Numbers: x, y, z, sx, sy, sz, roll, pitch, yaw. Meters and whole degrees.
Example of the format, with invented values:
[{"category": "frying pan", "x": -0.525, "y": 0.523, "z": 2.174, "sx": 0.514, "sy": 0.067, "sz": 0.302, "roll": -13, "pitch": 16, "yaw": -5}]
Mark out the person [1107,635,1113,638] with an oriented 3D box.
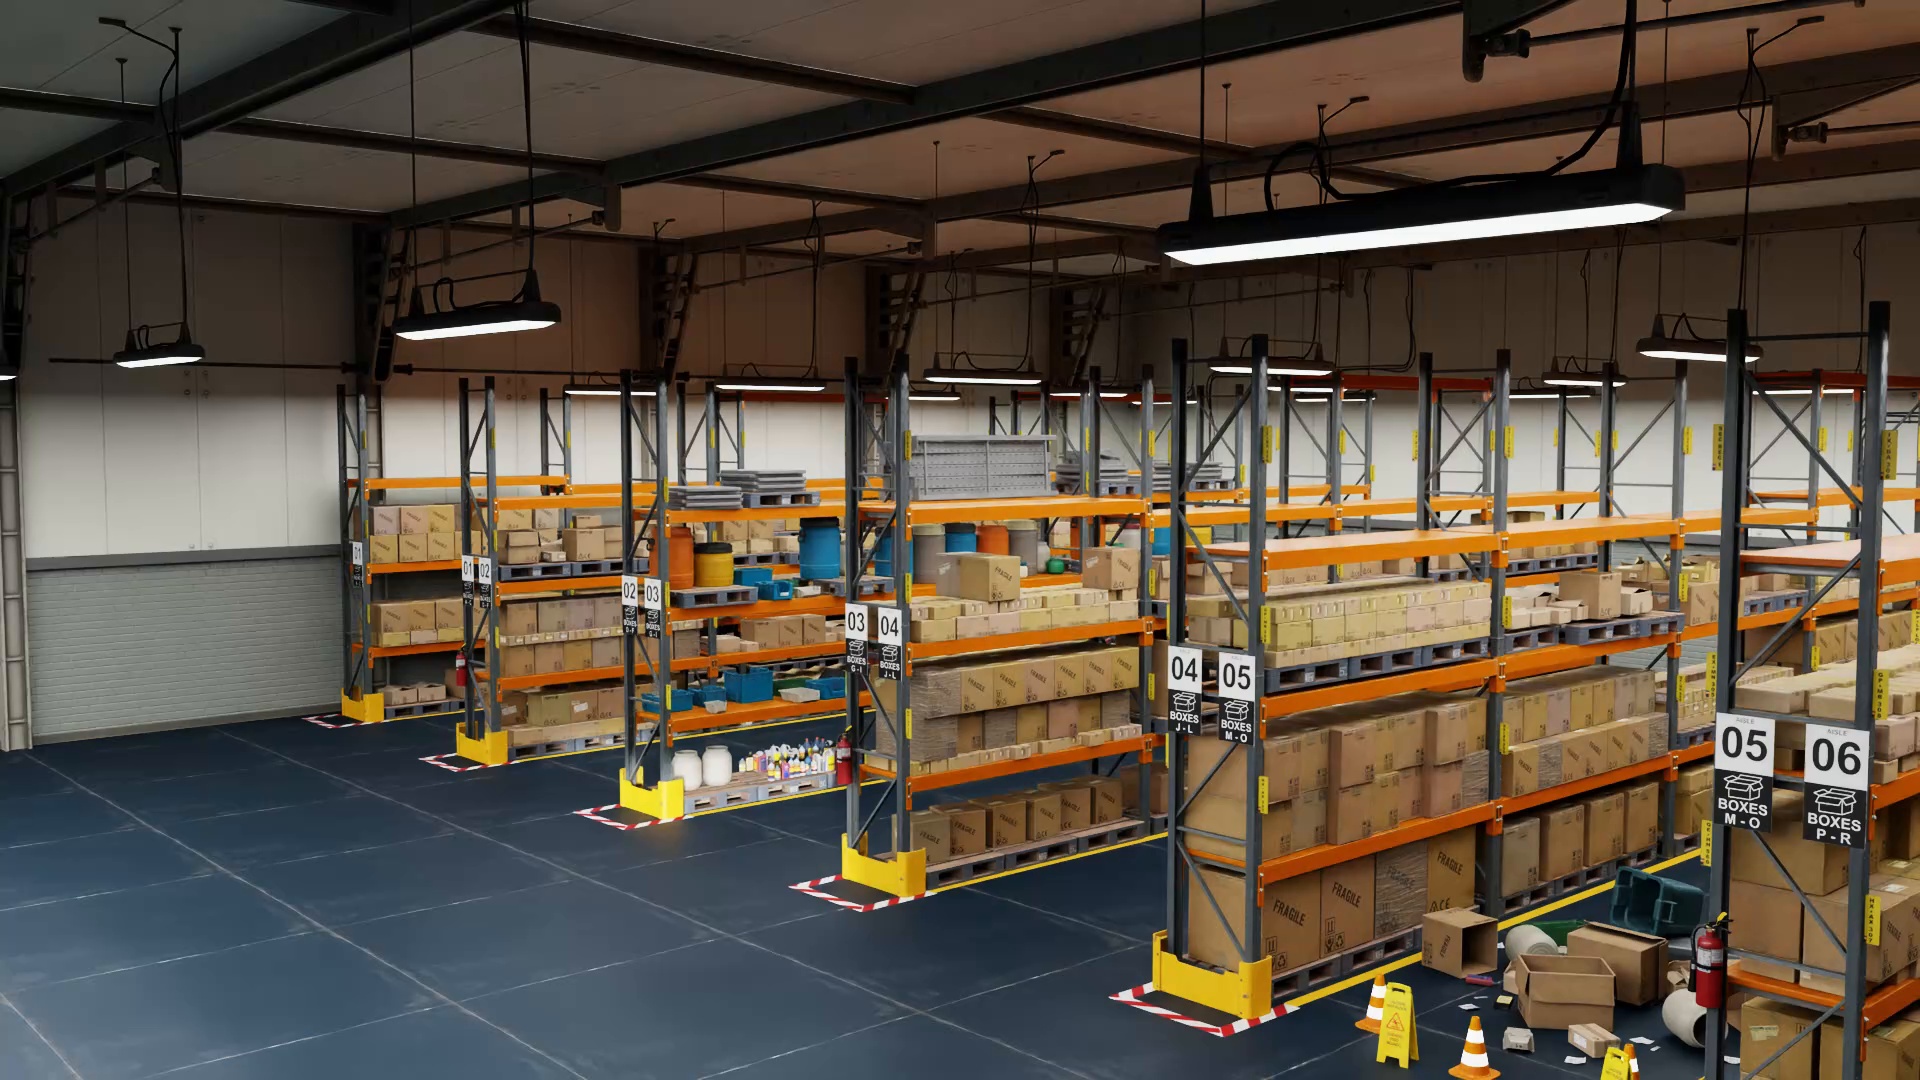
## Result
[{"category": "person", "x": 3.608, "y": 1.776, "z": 39.253, "sx": 1.007, "sy": 1.593, "sz": 0.483, "roll": -3, "pitch": 5, "yaw": -36}]
